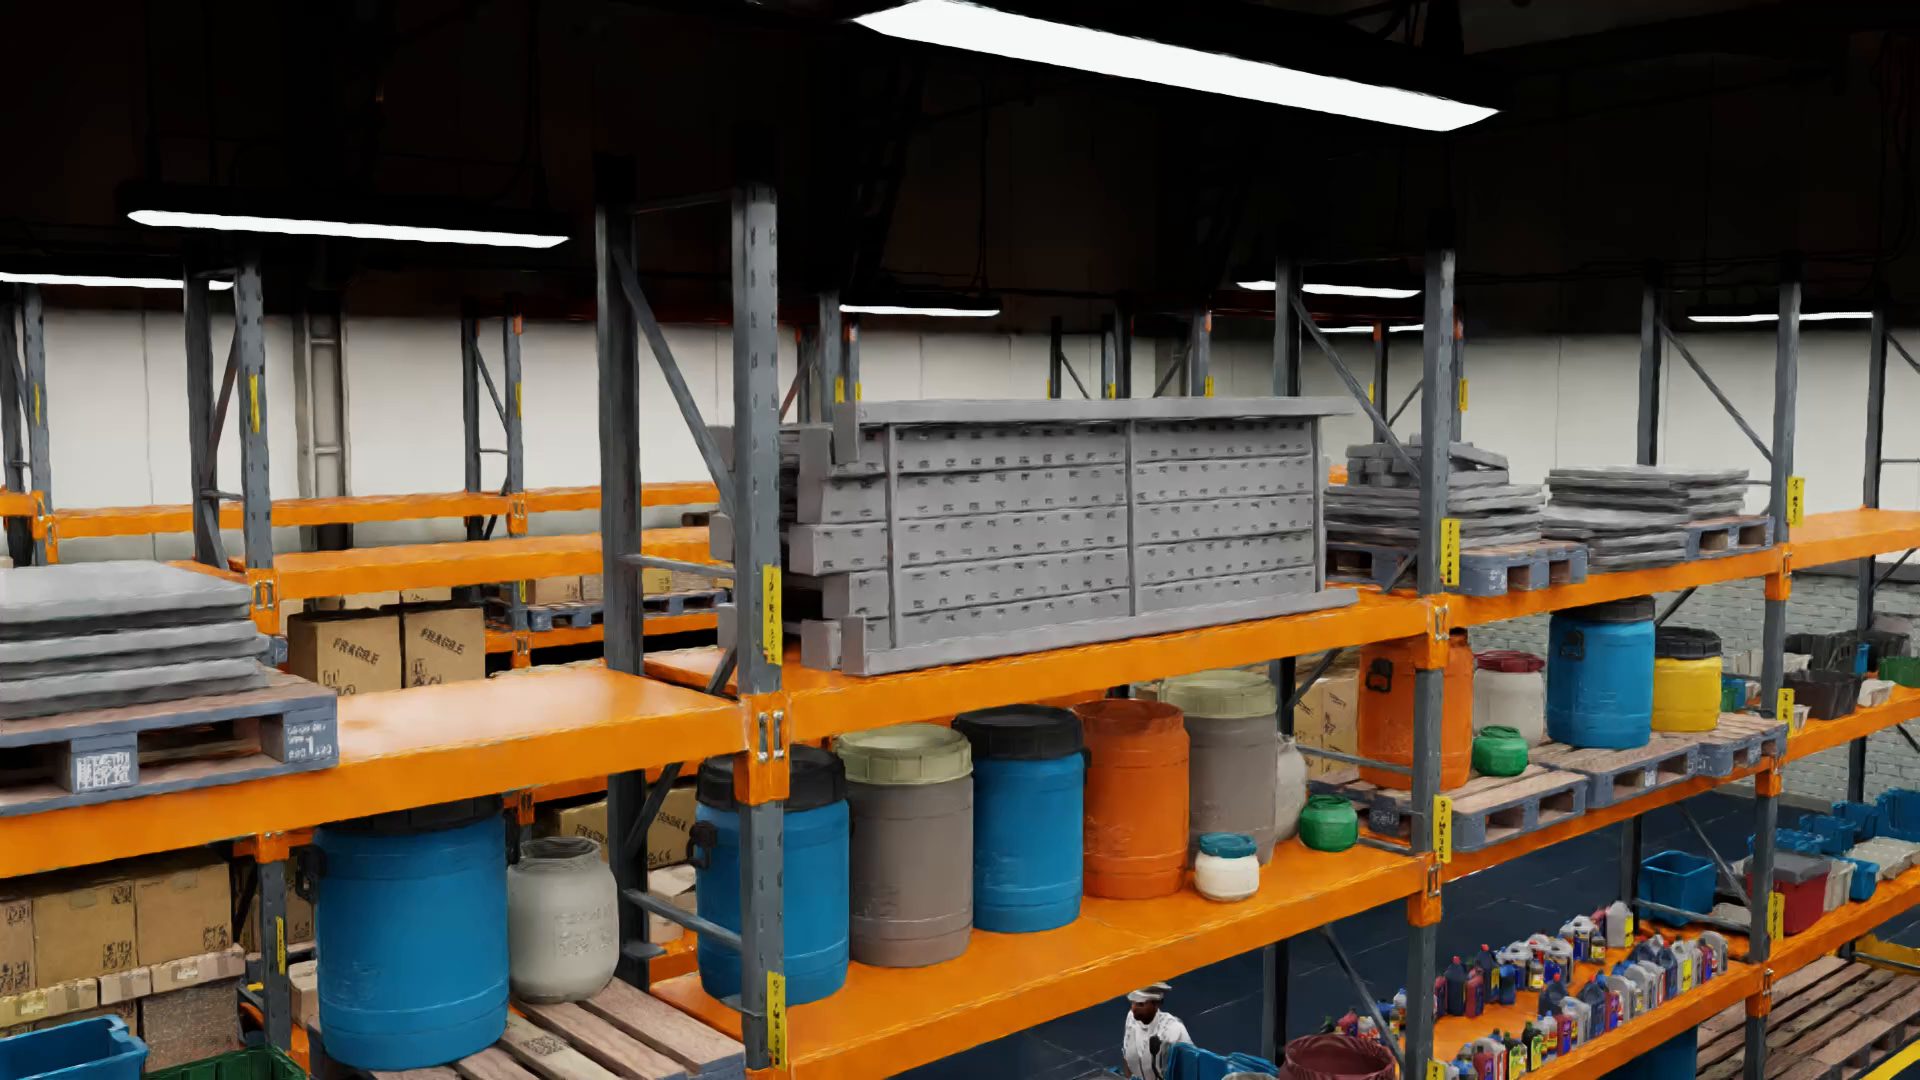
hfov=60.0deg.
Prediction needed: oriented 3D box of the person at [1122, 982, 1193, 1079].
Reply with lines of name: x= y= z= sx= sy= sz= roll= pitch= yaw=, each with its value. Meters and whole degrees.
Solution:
person: x=1.209 y=3.406 z=10.136 sx=0.526 sy=1.629 sz=0.592 roll=-5 pitch=7 yaw=-43

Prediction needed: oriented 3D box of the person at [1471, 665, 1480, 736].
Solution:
person: x=6.720 y=2.330 z=21.218 sx=0.529 sy=1.676 sz=0.682 roll=-5 pitch=7 yaw=-42
